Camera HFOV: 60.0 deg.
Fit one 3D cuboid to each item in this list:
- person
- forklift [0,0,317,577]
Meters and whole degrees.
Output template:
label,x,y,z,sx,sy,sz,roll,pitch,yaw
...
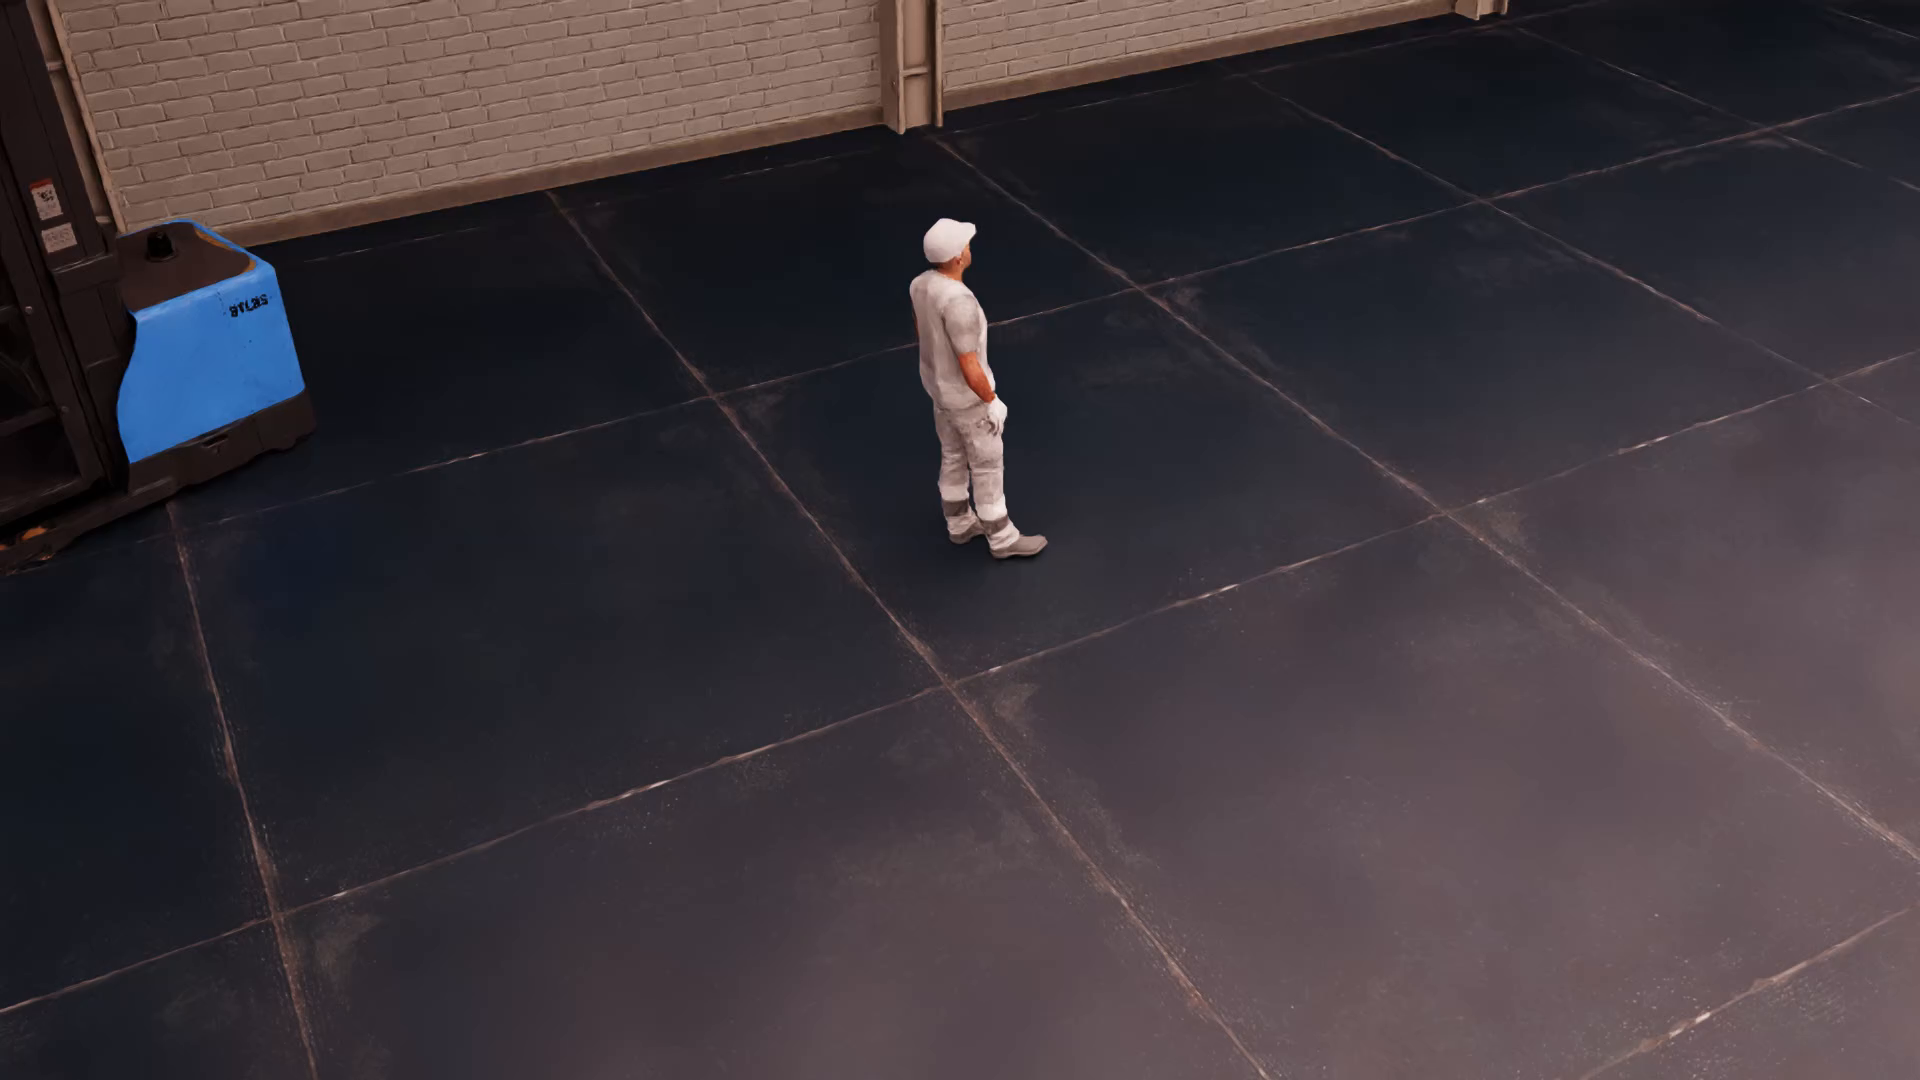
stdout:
label,x,y,z,sx,sy,sz,roll,pitch,yaw
person,0.077,-0.752,8.165,0.561,1.787,0.637,-17,39,-23
forklift,-5.015,-1.341,8.020,1.130,2.935,3.031,27,44,33
